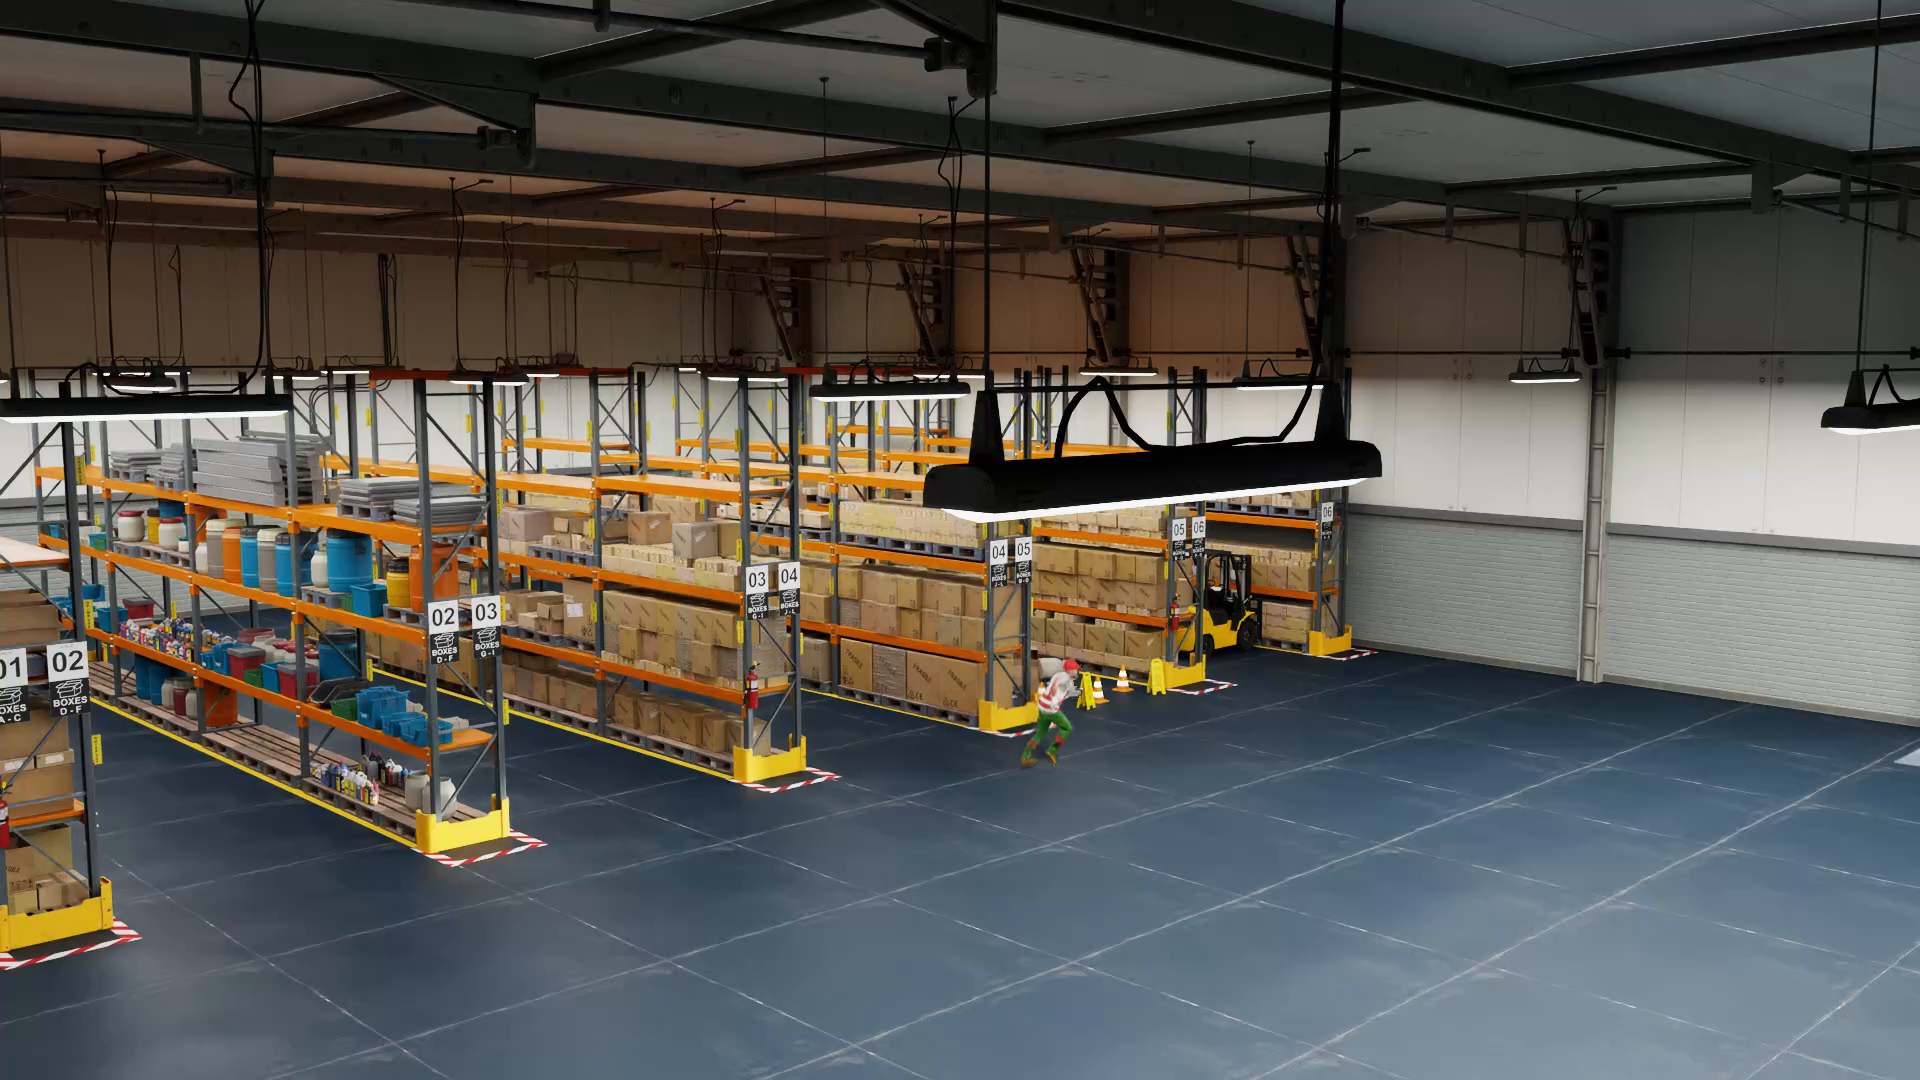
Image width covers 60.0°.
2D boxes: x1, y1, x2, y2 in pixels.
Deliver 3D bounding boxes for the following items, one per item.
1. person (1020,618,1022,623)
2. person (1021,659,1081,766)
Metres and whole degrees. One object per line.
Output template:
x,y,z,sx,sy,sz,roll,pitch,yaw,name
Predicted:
0.964,1.233,37.299,1.030,1.755,0.720,6,9,43,person
1.415,2.659,25.416,0.976,1.654,0.708,-2,7,-13,person
